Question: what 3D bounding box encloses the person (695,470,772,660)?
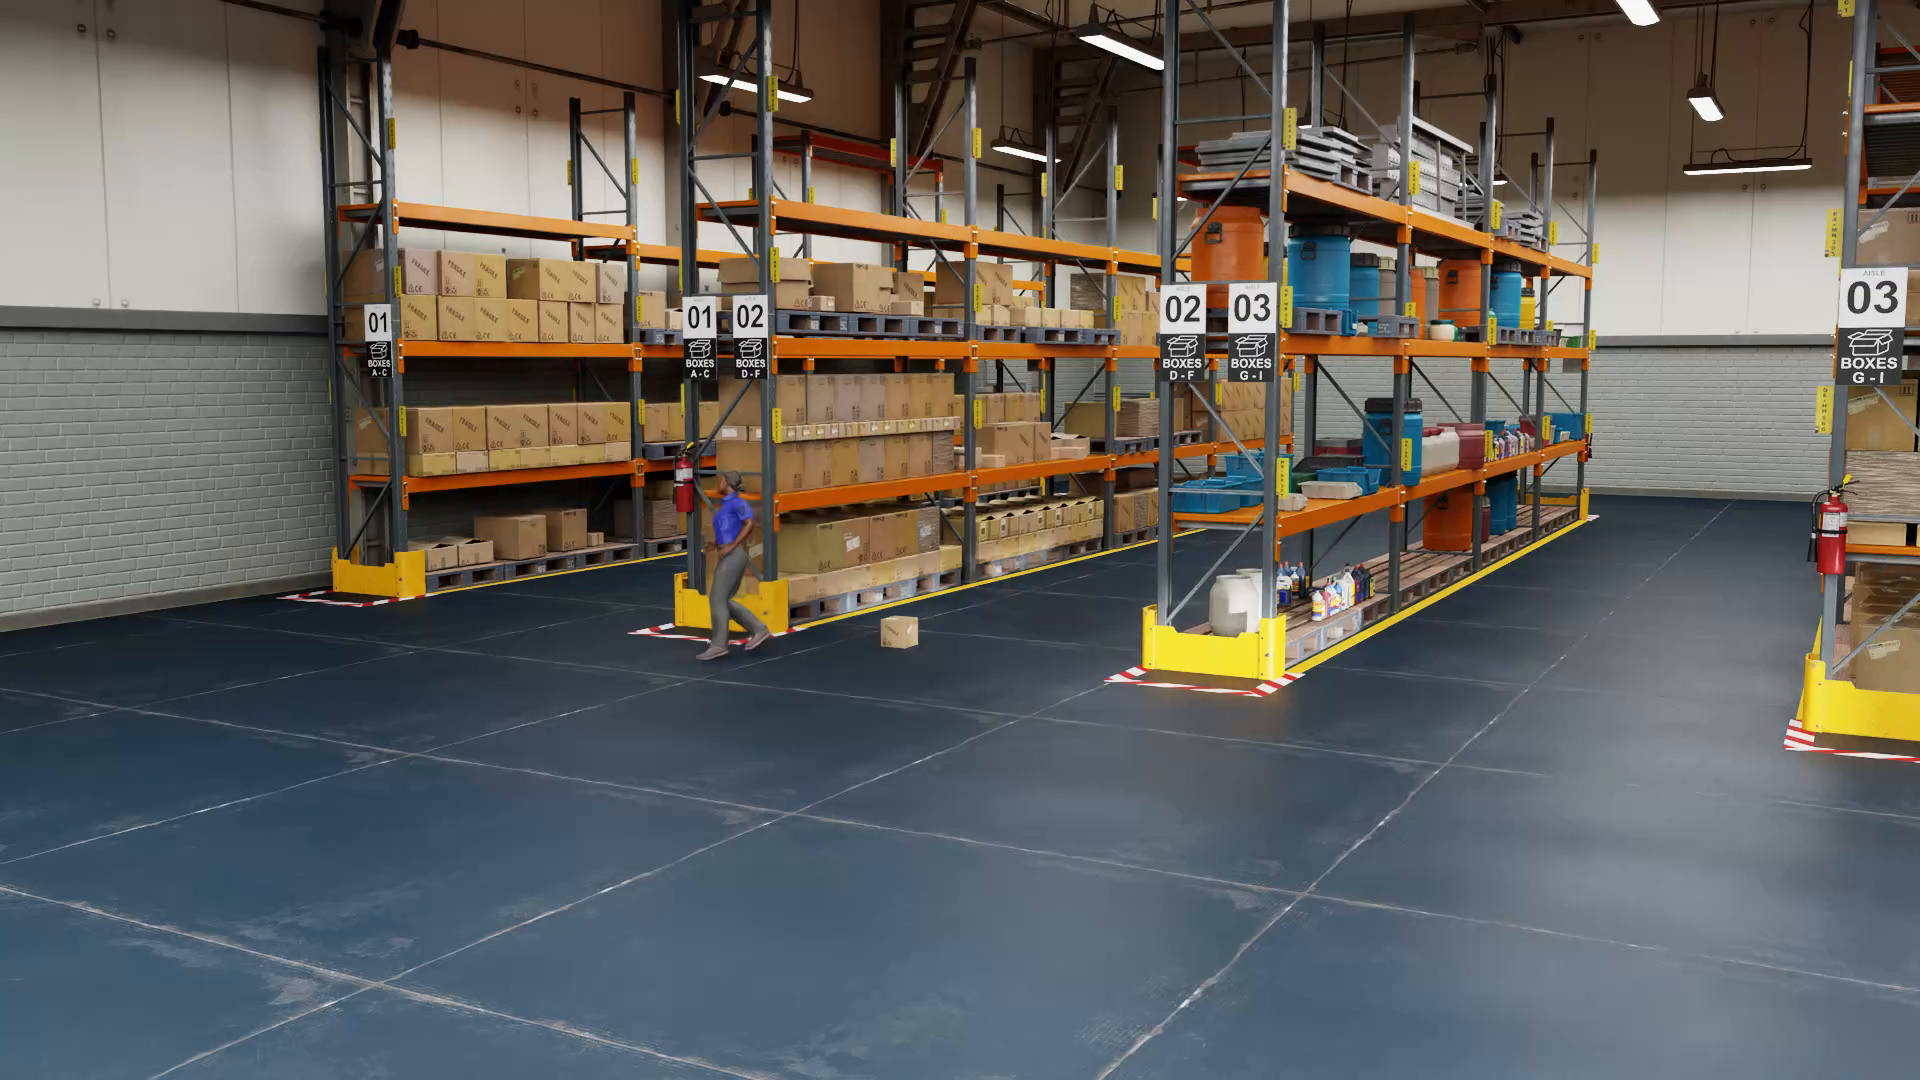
[{"bbox_3d":[-2.024,0.205,14.687,0.681,1.628,0.624,-1,6,-13],"label":"person"}]
